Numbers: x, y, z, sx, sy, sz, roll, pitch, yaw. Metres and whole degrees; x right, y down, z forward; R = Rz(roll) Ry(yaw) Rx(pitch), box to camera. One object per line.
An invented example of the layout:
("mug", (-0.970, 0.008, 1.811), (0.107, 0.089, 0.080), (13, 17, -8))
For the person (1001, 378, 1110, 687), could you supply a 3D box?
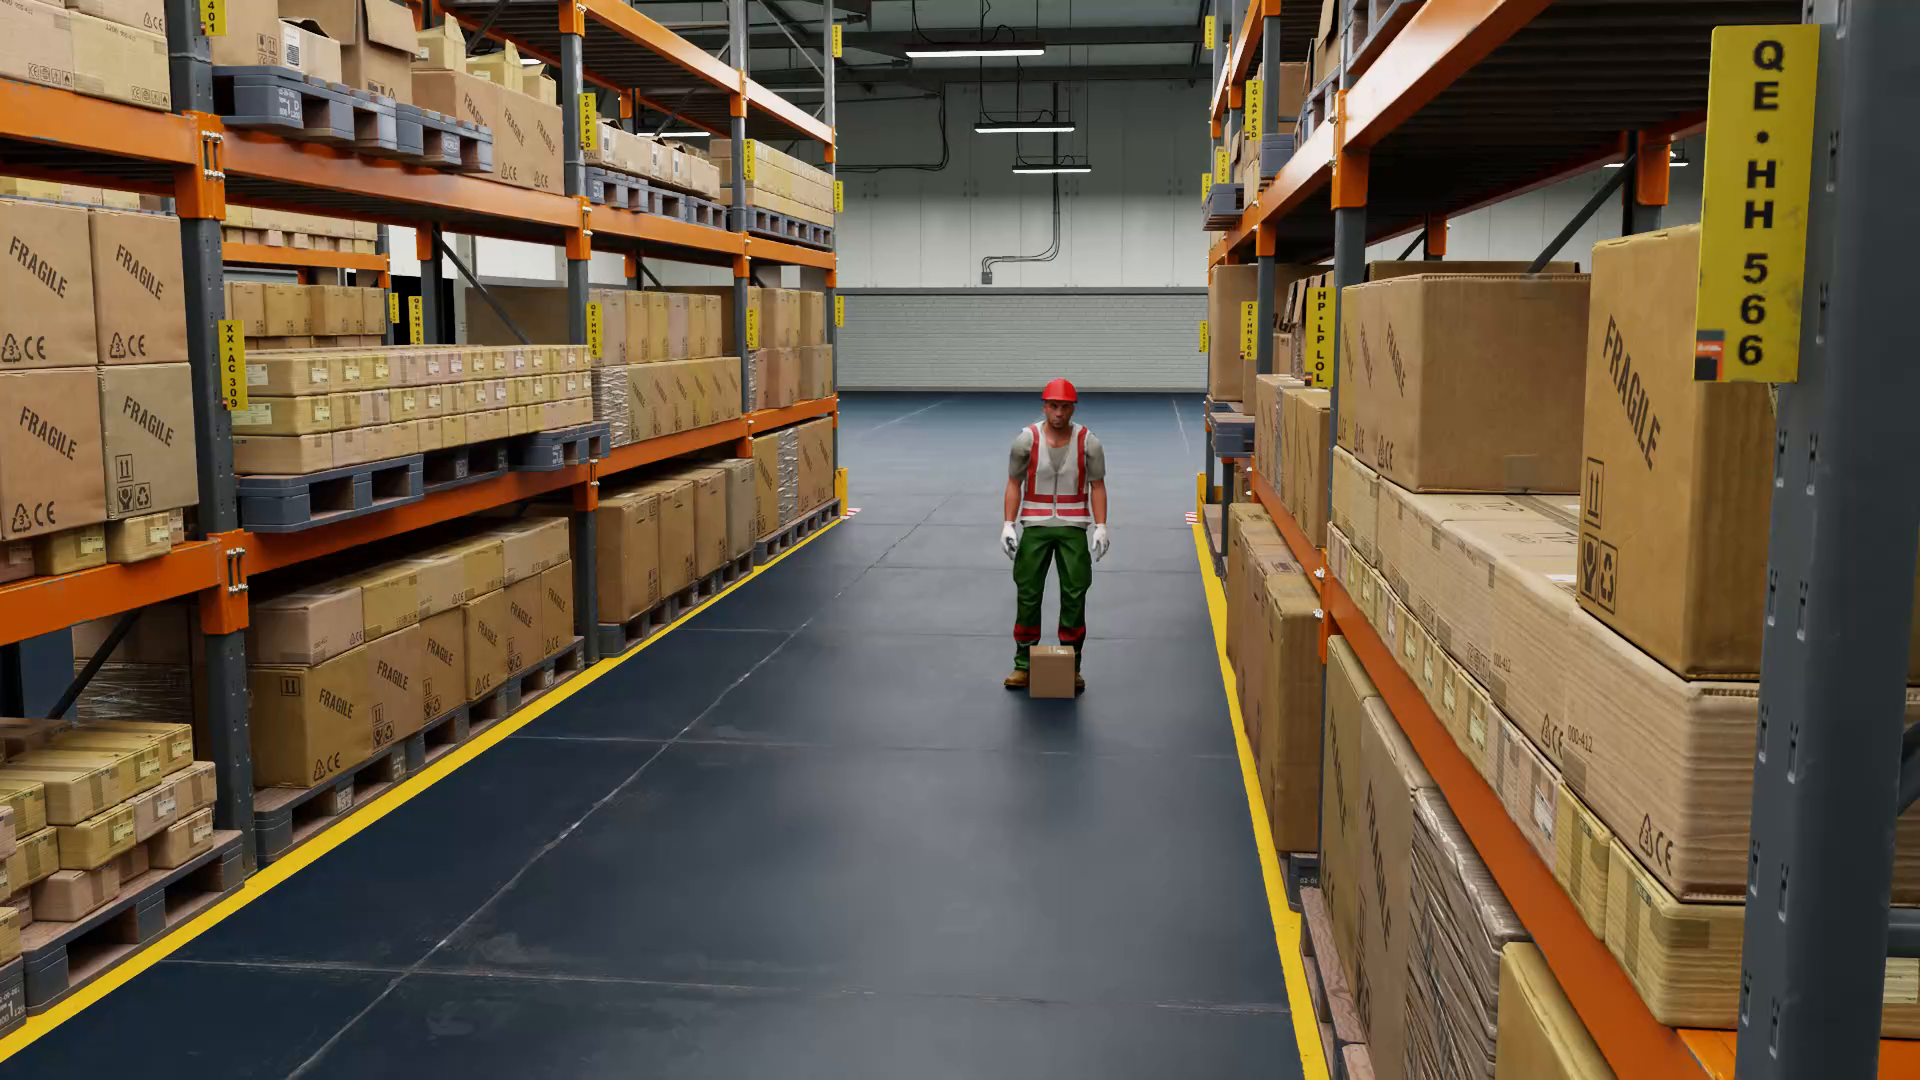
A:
("person", (0.545, -0.041, 9.537), (0.623, 1.780, 0.450), (1, 8, 4))
